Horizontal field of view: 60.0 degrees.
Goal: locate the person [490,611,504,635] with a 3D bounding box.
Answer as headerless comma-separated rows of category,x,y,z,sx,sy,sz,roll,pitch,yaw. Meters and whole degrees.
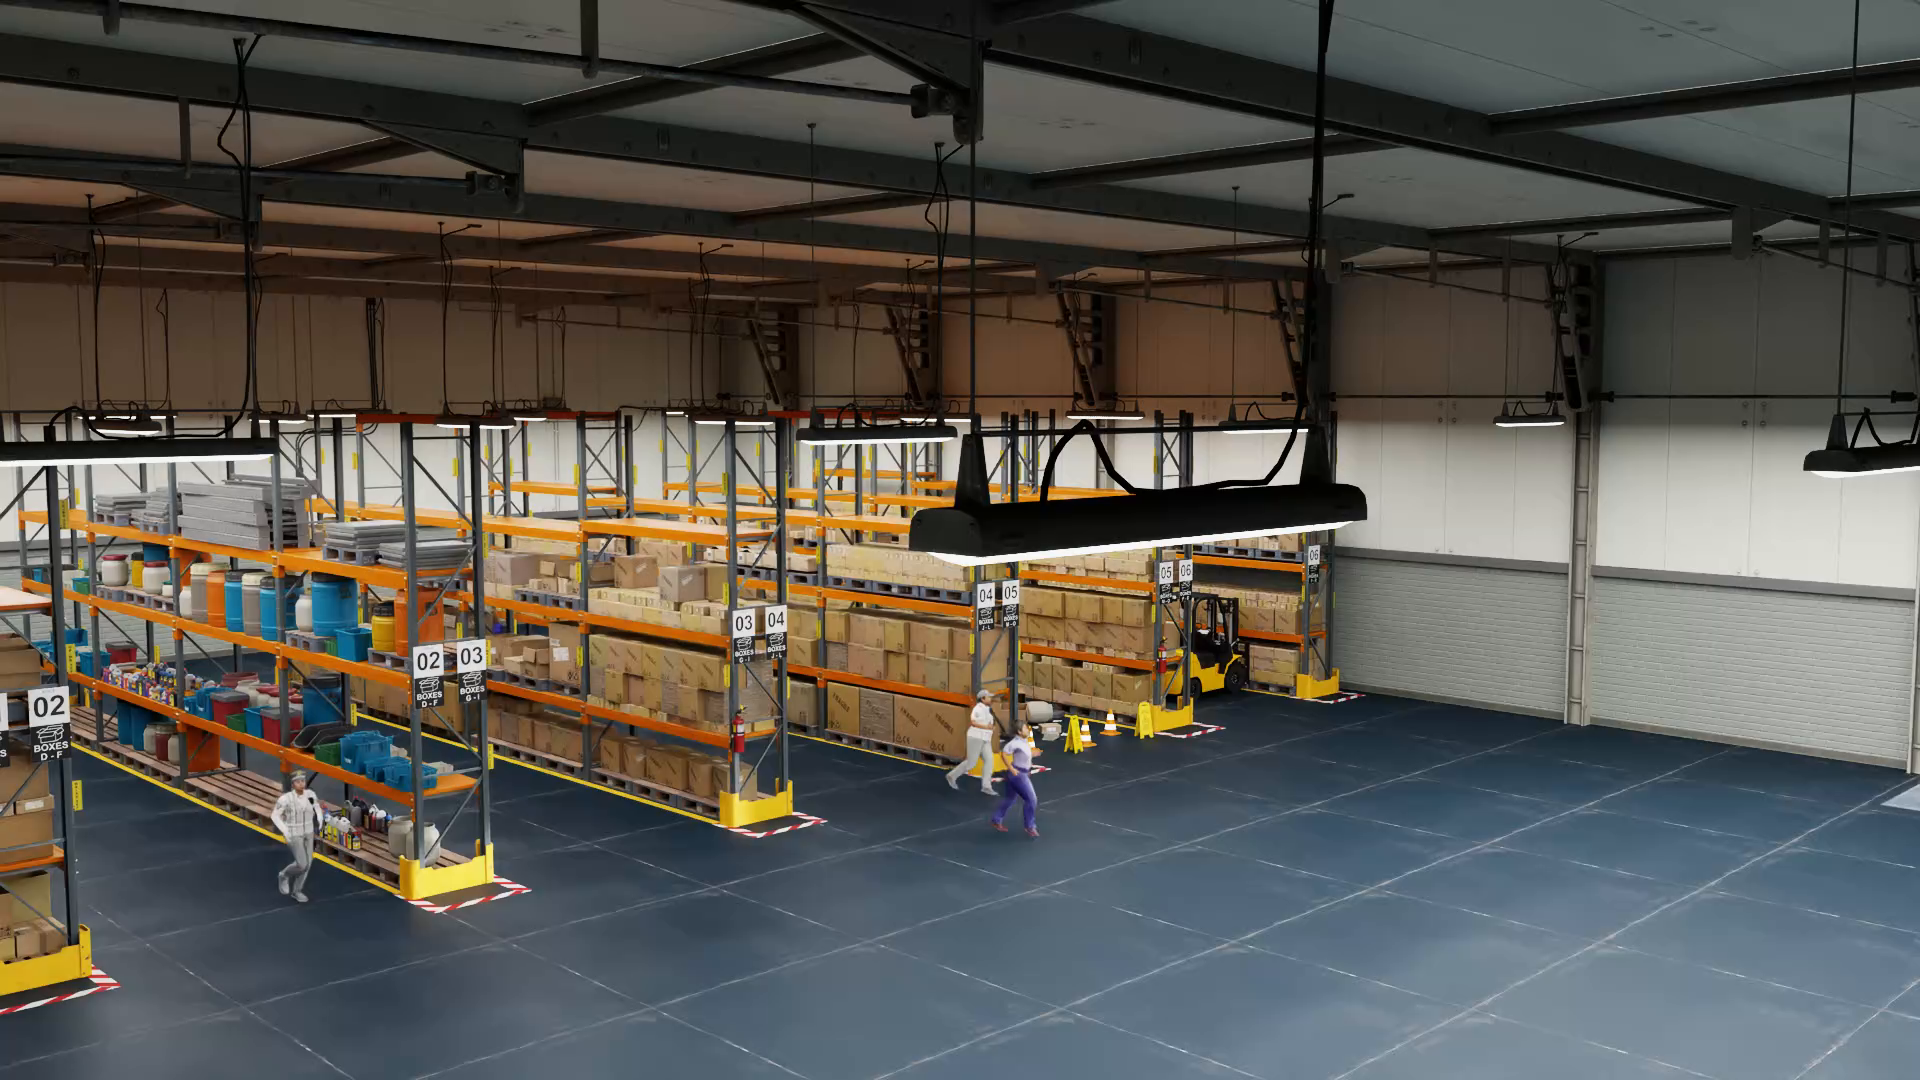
person,-10.239,2.372,36.488,0.566,1.602,0.588,-4,7,-41

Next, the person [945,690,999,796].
person,0.277,3.219,26.630,0.893,1.640,0.652,2,5,22

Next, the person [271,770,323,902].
person,-8.260,3.697,20.859,0.569,1.669,0.605,4,6,40

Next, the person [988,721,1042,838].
person,0.794,3.448,23.935,0.775,1.712,0.577,0,5,-3
